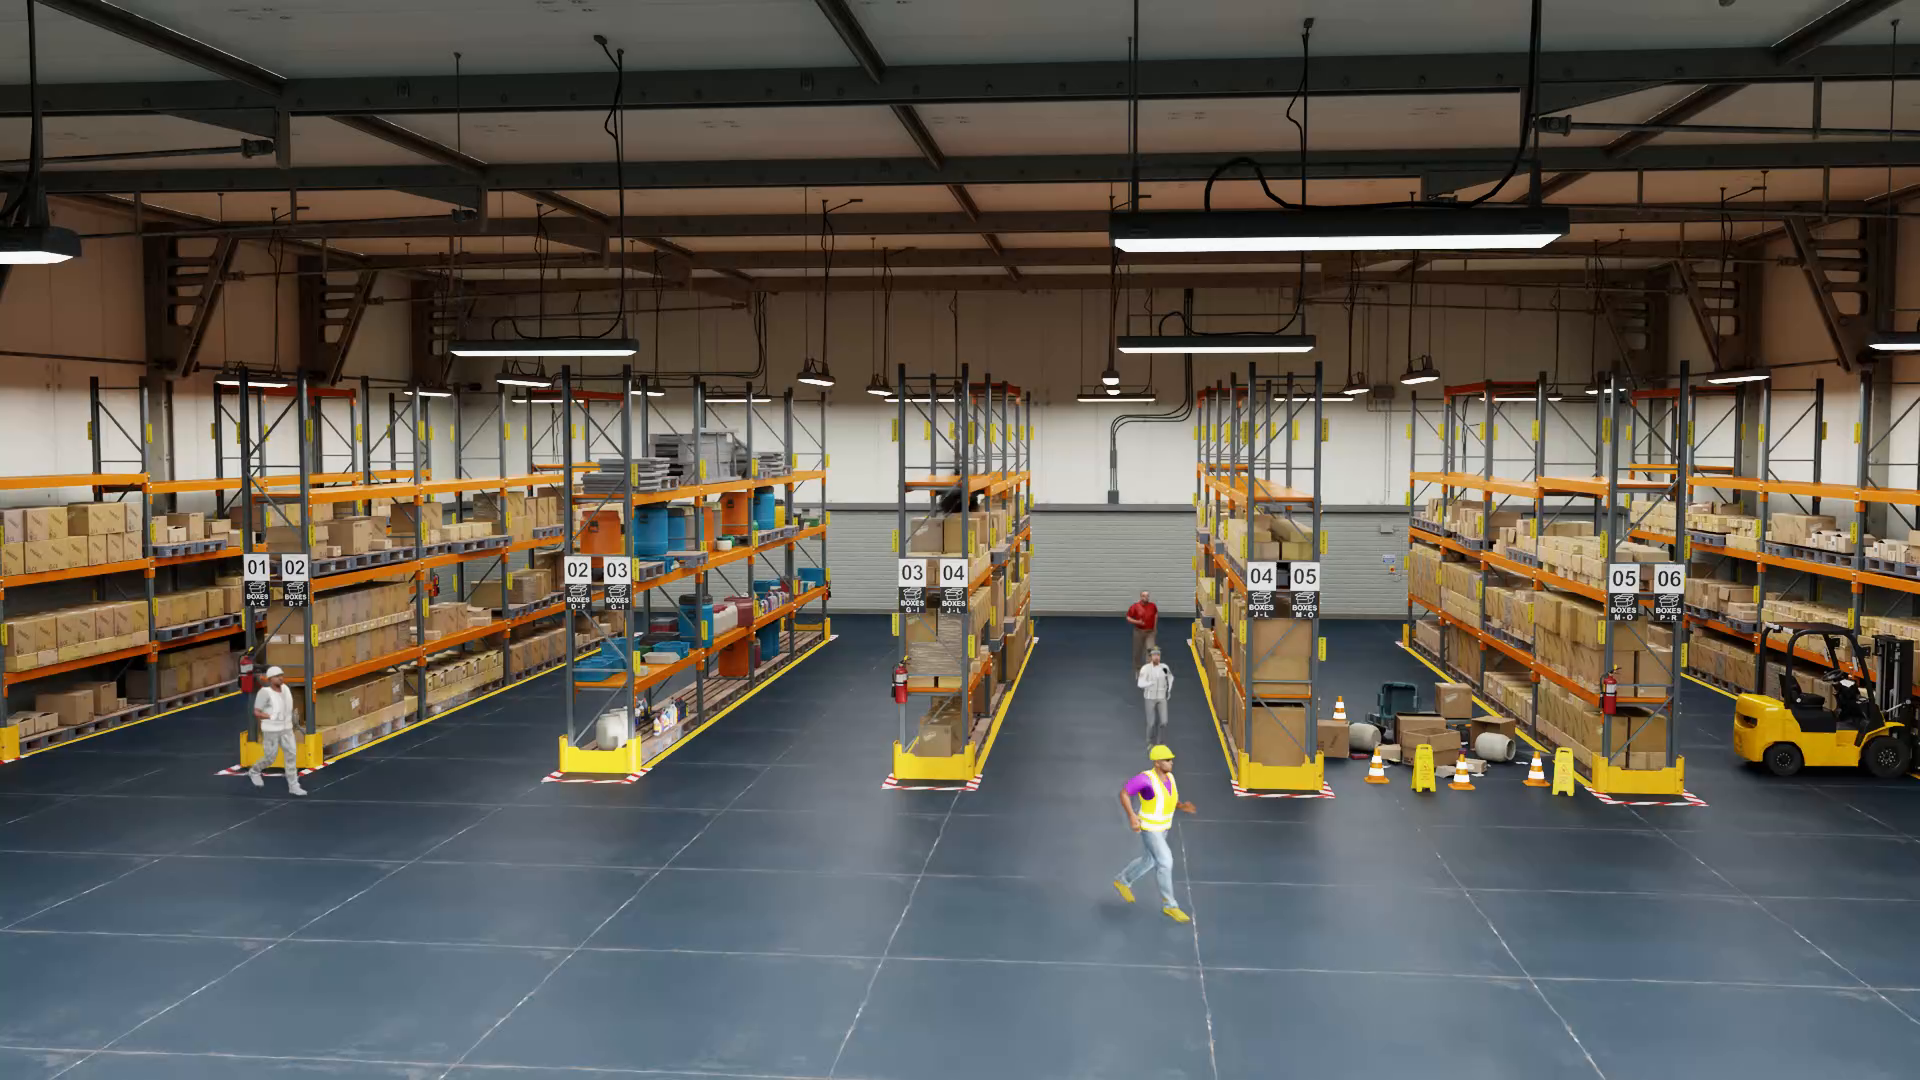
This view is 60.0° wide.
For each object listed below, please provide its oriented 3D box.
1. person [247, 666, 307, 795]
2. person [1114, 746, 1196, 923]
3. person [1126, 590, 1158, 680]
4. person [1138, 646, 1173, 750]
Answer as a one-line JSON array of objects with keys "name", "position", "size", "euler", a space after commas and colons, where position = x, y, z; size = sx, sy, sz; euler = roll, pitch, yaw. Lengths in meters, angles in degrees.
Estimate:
[{"name": "person", "position": [-9.433, 2.623, 22.940], "size": [1.004, 1.770, 0.695], "euler": [2, 4, 27]}, {"name": "person", "position": [1.997, 3.011, 17.314], "size": [0.972, 1.778, 0.643], "euler": [3, 5, 36]}, {"name": "person", "position": [3.460, 1.843, 31.464], "size": [0.646, 1.803, 0.783], "euler": [0, 4, -4]}, {"name": "person", "position": [3.049, 2.501, 25.789], "size": [0.592, 1.734, 0.683], "euler": [0, 4, -2]}]
